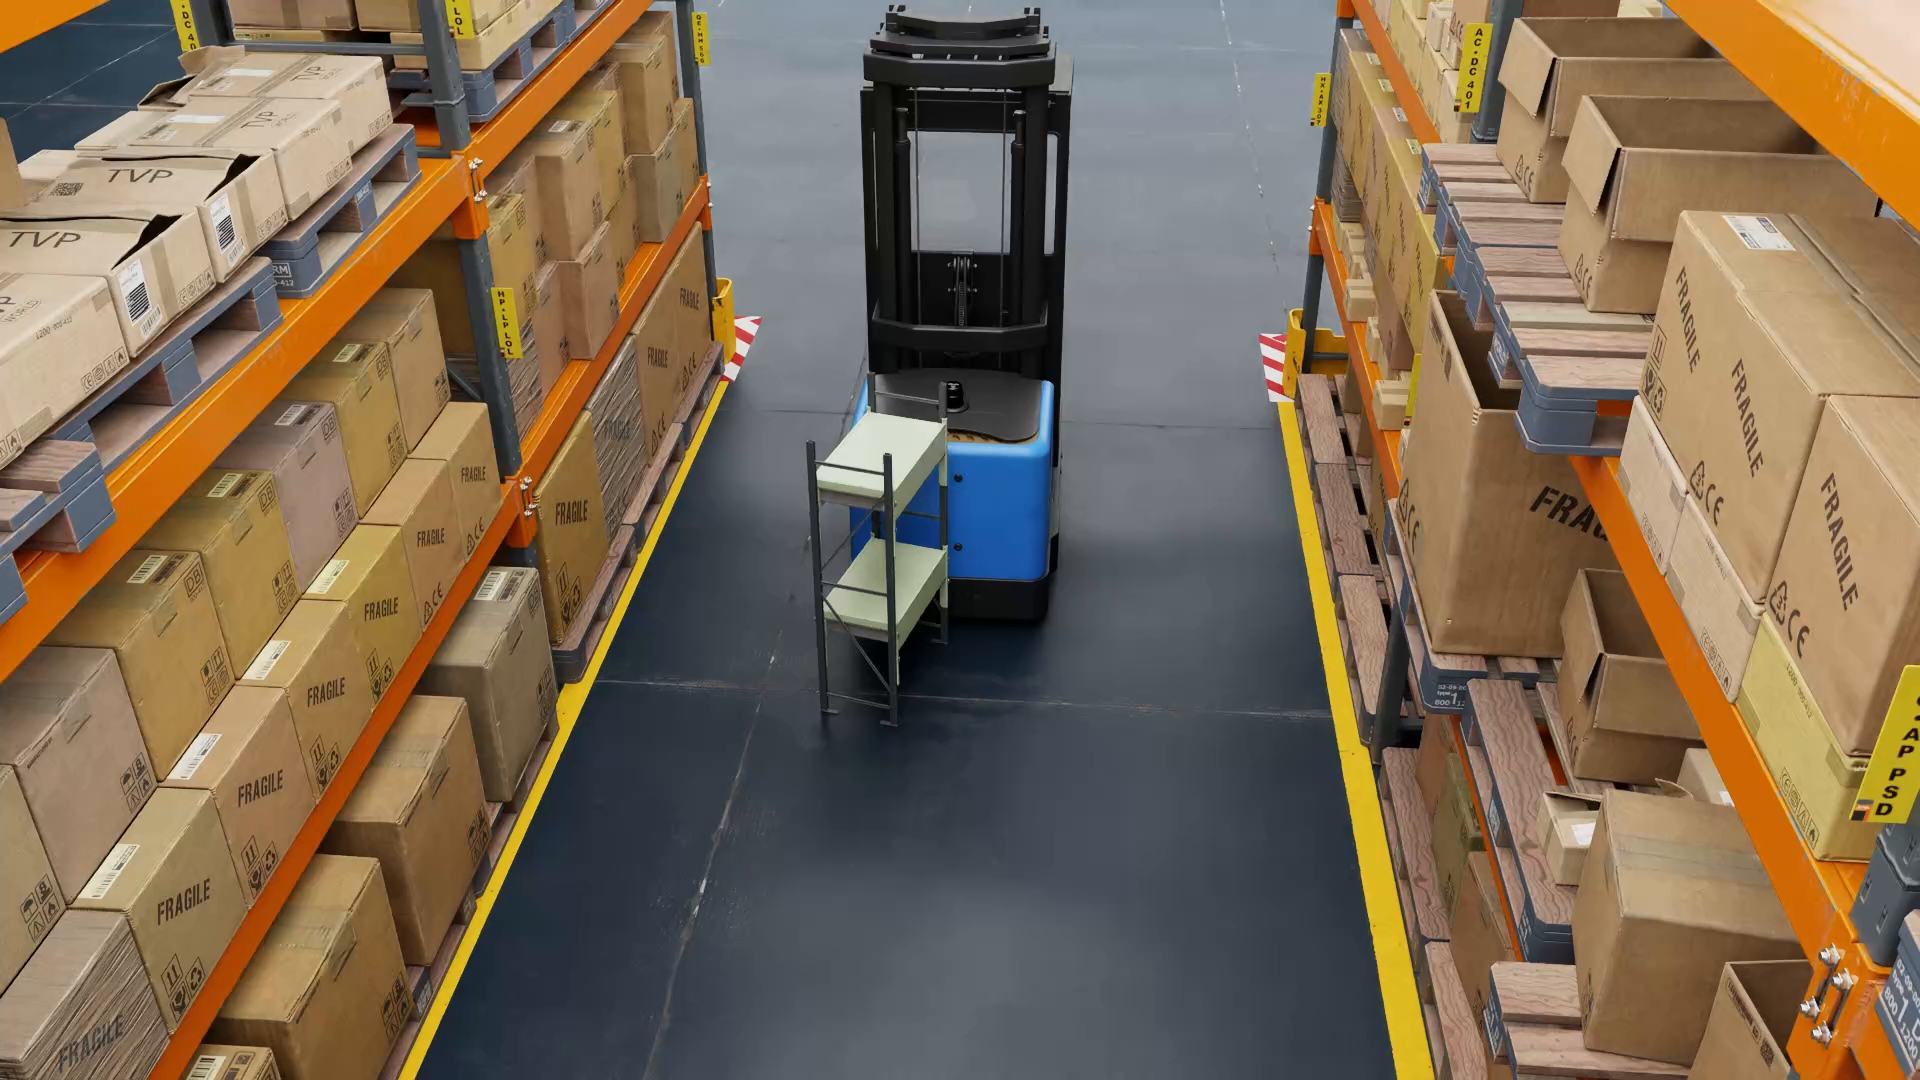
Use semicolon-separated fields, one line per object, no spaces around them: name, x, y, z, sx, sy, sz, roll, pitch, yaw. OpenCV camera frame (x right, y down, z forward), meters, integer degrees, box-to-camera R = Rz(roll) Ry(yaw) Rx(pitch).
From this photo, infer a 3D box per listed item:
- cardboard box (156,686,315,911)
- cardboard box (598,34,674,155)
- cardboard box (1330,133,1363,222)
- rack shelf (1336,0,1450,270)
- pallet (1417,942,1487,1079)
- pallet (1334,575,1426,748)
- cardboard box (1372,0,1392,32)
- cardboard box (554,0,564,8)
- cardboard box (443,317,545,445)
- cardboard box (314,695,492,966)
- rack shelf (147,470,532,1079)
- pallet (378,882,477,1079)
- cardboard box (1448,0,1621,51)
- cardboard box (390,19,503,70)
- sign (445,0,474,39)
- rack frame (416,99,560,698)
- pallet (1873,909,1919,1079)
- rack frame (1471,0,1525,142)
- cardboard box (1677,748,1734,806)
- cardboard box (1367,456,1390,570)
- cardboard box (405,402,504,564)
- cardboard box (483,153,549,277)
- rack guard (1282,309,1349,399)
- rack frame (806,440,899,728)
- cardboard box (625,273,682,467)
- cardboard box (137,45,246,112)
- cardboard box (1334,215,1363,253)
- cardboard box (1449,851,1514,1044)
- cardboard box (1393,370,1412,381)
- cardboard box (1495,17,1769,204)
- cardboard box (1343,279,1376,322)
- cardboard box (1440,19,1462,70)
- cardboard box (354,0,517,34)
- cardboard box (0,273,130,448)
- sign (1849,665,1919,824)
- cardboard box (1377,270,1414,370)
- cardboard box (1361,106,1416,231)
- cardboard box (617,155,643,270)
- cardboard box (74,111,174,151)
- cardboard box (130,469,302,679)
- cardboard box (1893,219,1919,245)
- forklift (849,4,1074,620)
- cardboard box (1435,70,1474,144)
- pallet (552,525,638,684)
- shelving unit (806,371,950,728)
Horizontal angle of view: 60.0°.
cardboard box;-2.435;0.805;5.270;0.500;0.500;0.500;2;32;4
cardboard box;-2.191;-2.623;9.755;0.875;0.550;0.550;2;32;4
cardboard box;2.694;-2.201;9.864;0.875;0.500;0.500;2;32;4
rack shelf;2.603;-2.243;8.138;1.077;0.370;4.000;2;32;4
pallet;2.282;2.007;6.072;1.003;0.211;1.213;2;32;4
pallet;2.460;0.608;8.343;1.003;0.211;1.213;2;32;4
cardboard box;2.389;-2.762;8.437;0.500;0.250;0.500;2;32;4
cardboard box;-2.045;-2.591;7.760;0.380;0.149;0.250;2;32;3
cardboard box;-2.477;-0.749;7.743;0.875;0.550;0.550;2;32;4
cardboard box;-2.538;1.120;6.598;1.050;0.750;0.750;2;32;4
rack shelf;-2.658;0.860;5.961;1.077;0.370;4.000;2;32;4
pallet;-2.579;1.742;6.503;1.003;0.211;1.213;2;32;4
cardboard box;2.223;-2.132;6.416;0.500;0.500;0.500;2;32;3
cardboard box;-2.126;-2.059;6.897;0.380;0.149;0.250;2;32;3
sign;-1.953;-2.105;6.434;0.100;0.325;0.005;2;32;4
rack frame;-2.495;-0.492;7.469;1.000;3.000;0.127;2;32;4
pallet;2.115;1.007;2.358;1.213;0.211;1.003;4;32;6
rack frame;2.441;-2.781;5.465;1.000;3.000;0.127;2;32;4
cardboard box;2.481;0.883;4.981;0.500;0.250;0.500;2;32;3
cardboard box;2.524;-0.177;8.940;0.500;0.500;0.500;0;32;0
cardboard box;-2.271;-0.250;6.981;0.500;0.500;0.500;2;32;4
cardboard box;-2.502;-1.499;7.932;0.875;0.550;0.550;2;32;4
rack guard;2.760;-1.215;11.025;1.175;0.500;0.348;2;32;4
rack frame;-0.491;0.231;7.726;0.400;1.500;0.023;10;33;16
cardboard box;-2.228;-1.040;9.983;0.875;0.875;0.875;2;32;3
cardboard box;-2.793;-1.628;6.086;0.258;0.266;0.396;2;32;3
cardboard box;2.431;-1.813;9.852;0.380;0.149;0.250;2;32;4
cardboard box;2.266;1.511;6.182;0.700;0.500;0.500;0;32;0
cardboard box;2.336;-0.764;8.150;0.380;0.149;0.250;2;32;4
cardboard box;2.304;-1.485;5.723;0.797;0.503;0.637;1;32;2
cardboard box;2.287;-1.292;9.008;0.380;0.149;0.250;2;32;4
cardboard box;2.226;-2.063;6.922;0.380;0.149;0.250;1;32;2
cardboard box;-2.176;-2.296;6.902;0.500;0.250;0.500;3;32;4
cardboard box;-2.501;-0.466;4.215;0.500;0.250;0.500;3;32;5
sign;1.574;0.343;2.762;0.100;0.325;0.005;2;32;4
cardboard box;2.555;-1.154;8.166;0.875;0.500;0.500;2;32;4
cardboard box;2.328;-1.853;8.346;0.500;0.500;0.500;2;32;4
cardboard box;-2.348;-1.875;9.571;0.875;0.550;0.550;2;32;4
cardboard box;-2.826;-1.351;5.749;0.250;0.149;0.380;2;32;4
cardboard box;-2.653;0.097;5.465;0.700;0.500;0.500;2;32;3
cardboard box;2.488;-0.431;3.939;0.500;0.500;0.500;2;32;3
forklift;0.049;-1.577;9.296;1.130;2.935;3.031;2;32;4
cardboard box;2.217;-1.690;6.697;0.500;0.250;0.500;4;32;6
pallet;-2.355;0.301;8.840;1.003;0.211;1.213;2;32;4
shelving unit;-0.372;0.050;8.020;0.431;1.500;0.755;10;33;16
